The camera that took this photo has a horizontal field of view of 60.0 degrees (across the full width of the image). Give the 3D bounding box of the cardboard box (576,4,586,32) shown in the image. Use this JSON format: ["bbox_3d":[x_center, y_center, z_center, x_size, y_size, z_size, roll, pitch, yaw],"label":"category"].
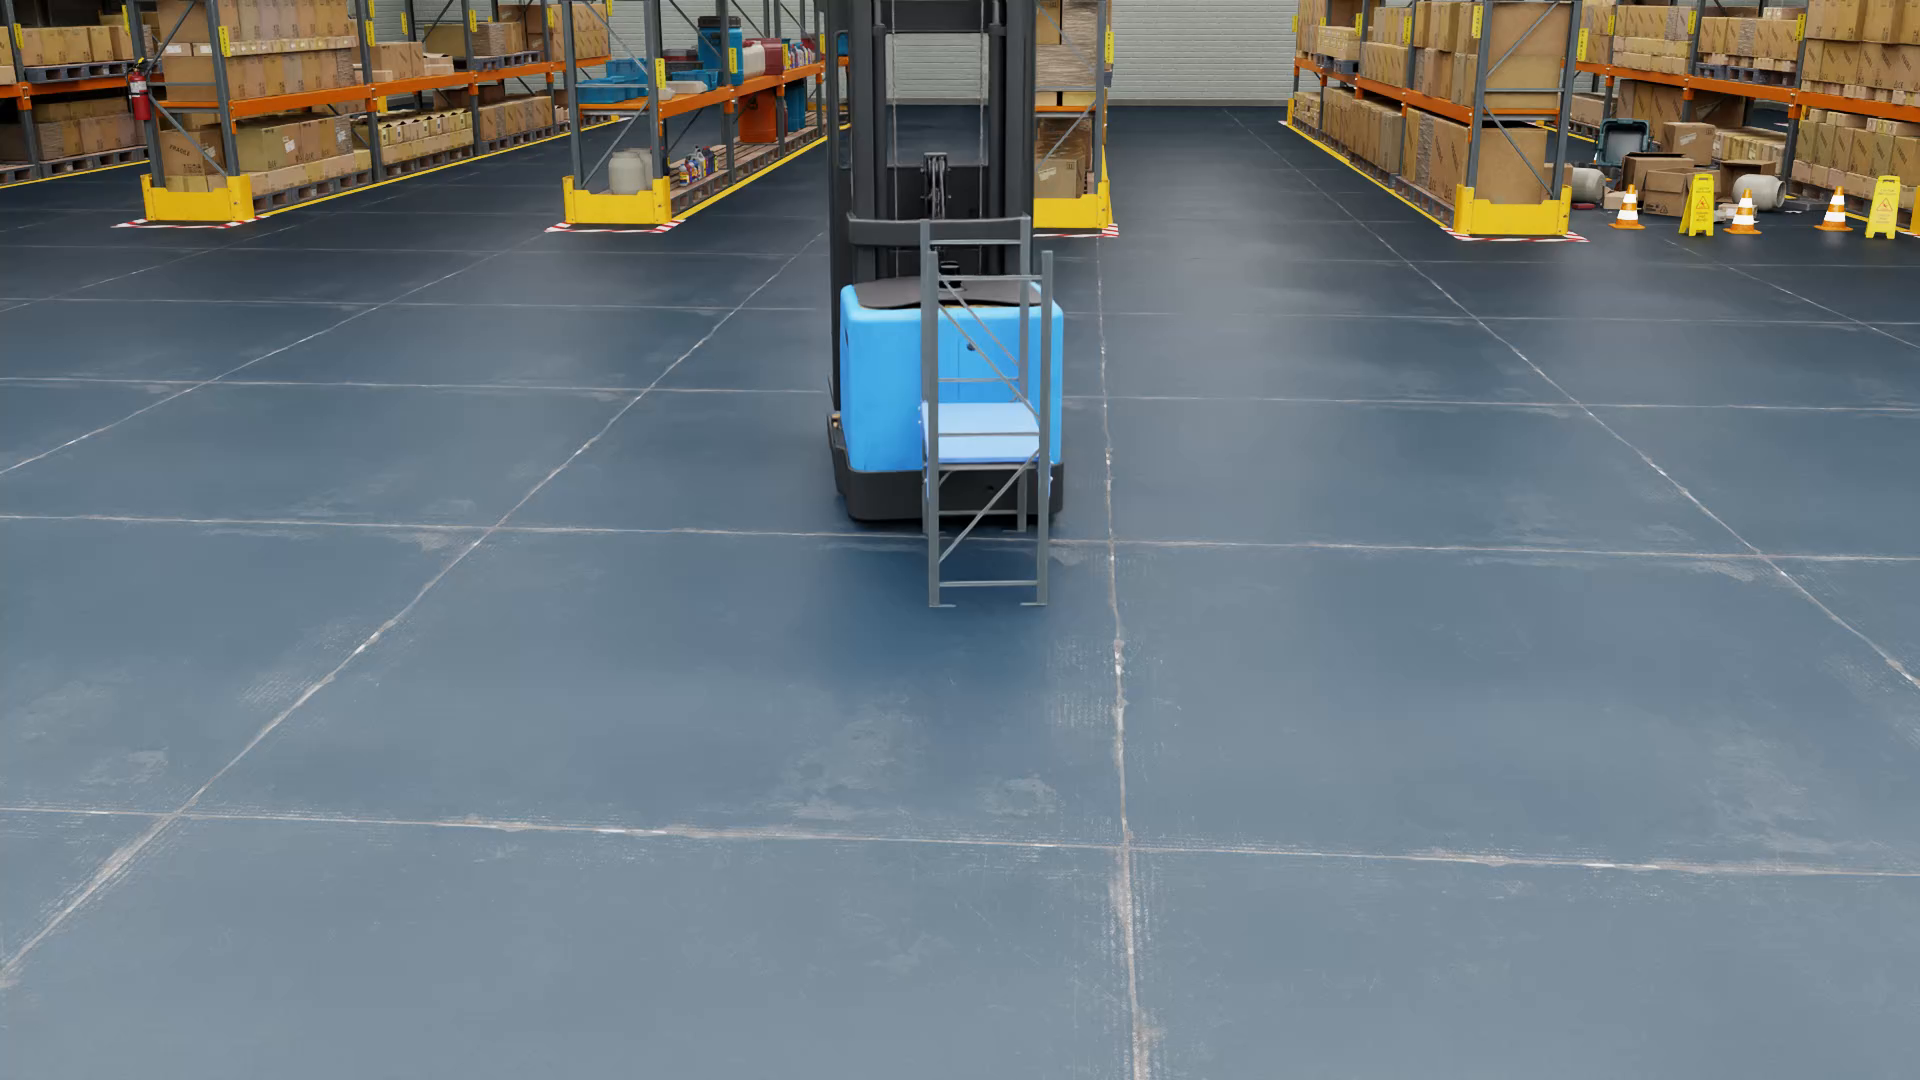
[{"bbox_3d":[-7.523,-10.032,31.955,0.500,0.500,0.500,2,18,6],"label":"cardboard box"}]

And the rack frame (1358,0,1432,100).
[{"bbox_3d":[6.586,-7.282,25.329,1.000,3.000,0.127,1,18,4],"label":"rack frame"}]

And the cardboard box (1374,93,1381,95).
[{"bbox_3d":[6.913,-7.016,26.654,0.500,0.250,0.500,1,18,3],"label":"cardboard box"}]

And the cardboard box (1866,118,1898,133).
[{"bbox_3d":[10.756,-4.806,19.268,0.380,0.149,0.250,2,18,6],"label":"cardboard box"}]

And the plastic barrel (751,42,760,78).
[{"bbox_3d":[-3.185,-7.133,24.694,0.421,0.512,0.421,0,18,0],"label":"plastic barrel"}]

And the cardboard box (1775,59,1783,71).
[{"bbox_3d":[11.042,-6.288,22.026,0.380,0.149,0.250,1,18,2],"label":"cardboard box"}]

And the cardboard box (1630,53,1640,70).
[{"bbox_3d":[11.434,-7.924,27.528,0.500,0.250,0.500,1,18,3],"label":"cardboard box"}]

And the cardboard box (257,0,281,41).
[{"bbox_3d":[-8.690,-6.307,20.110,0.700,0.500,0.500,1,18,4],"label":"cardboard box"}]

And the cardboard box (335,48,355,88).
[{"bbox_3d":[-8.547,-6.314,22.214,0.700,0.500,0.500,1,18,2],"label":"cardboard box"}]

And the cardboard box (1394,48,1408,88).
[{"bbox_3d":[6.070,-6.255,22.035,0.500,0.500,0.500,1,18,4],"label":"cardboard box"}]

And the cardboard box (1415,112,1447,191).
[{"bbox_3d":[6.124,-4.756,20.358,0.875,0.875,0.875,1,18,4],"label":"cardboard box"}]

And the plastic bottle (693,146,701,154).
[{"bbox_3d":[-3.483,-5.039,22.033,0.144,0.351,0.185,1,18,4],"label":"plastic bottle"}]

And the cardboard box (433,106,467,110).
[{"bbox_3d":[-8.401,-6.963,27.665,0.500,0.500,0.500,2,18,6],"label":"cardboard box"}]

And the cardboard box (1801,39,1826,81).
[{"bbox_3d":[10.934,-6.019,20.837,0.500,0.500,0.500,1,18,4],"label":"cardboard box"}]

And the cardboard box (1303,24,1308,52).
[{"bbox_3d":[6.791,-9.504,31.471,0.500,0.500,0.500,2,18,5],"label":"cardboard box"}]

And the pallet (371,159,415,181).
[{"bbox_3d":[-8.507,-5.309,23.785,1.003,0.211,1.213,1,18,4],"label":"pallet"}]

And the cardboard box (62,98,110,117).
[{"bbox_3d":[-13.310,-6.573,25.270,0.500,0.250,0.500,1,18,4],"label":"cardboard box"}]

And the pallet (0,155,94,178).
[{"bbox_3d":[-13.408,-5.430,24.156,1.003,0.211,1.213,1,18,4],"label":"pallet"}]

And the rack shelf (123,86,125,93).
[{"bbox_3d":[-13.032,-8.035,28.783,1.077,0.370,4.000,1,18,4],"label":"rack shelf"}]

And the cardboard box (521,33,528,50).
[{"bbox_3d":[-8.168,-9.097,30.709,0.500,0.500,0.500,2,18,5],"label":"cardboard box"}]

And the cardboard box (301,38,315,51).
[{"bbox_3d":[-8.419,-6.276,21.058,0.380,0.149,0.250,2,18,5],"label":"cardboard box"}]

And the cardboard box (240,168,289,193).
[{"bbox_3d":[-8.515,-4.372,20.189,0.500,0.250,0.500,1,18,4],"label":"cardboard box"}]

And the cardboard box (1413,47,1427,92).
[{"bbox_3d":[6.285,-5.996,21.164,0.875,0.550,0.550,1,18,4],"label":"cardboard box"}]

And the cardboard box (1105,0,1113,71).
[{"bbox_3d":[1.556,-6.910,22.557,1.000,1.000,1.000,1,18,4],"label":"cardboard box"}]

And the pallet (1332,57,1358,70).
[{"bbox_3d":[6.687,-7.807,27.238,1.003,0.211,1.213,1,18,4],"label":"pallet"}]

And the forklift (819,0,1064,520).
[{"bbox_3d":[-0.181,-1.903,9.022,1.130,2.935,3.031,-2,18,-6],"label":"forklift"}]

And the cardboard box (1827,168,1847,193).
[{"bbox_3d":[10.870,-4.345,20.109,0.500,0.250,0.500,1,18,3],"label":"cardboard box"}]

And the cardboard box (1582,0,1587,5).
[{"bbox_3d":[11.649,-9.934,30.614,0.380,0.149,0.250,1,18,3],"label":"cardboard box"}]

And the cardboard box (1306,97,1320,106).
[{"bbox_3d":[6.659,-8.175,31.003,0.380,0.149,0.250,1,18,2],"label":"cardboard box"}]

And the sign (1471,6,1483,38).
[{"bbox_3d":[5.472,-5.477,17.580,0.100,0.325,0.005,1,18,4],"label":"sign"}]

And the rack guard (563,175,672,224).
[{"bbox_3d":[-3.909,-3.887,18.982,1.175,0.500,0.348,1,18,4],"label":"rack guard"}]

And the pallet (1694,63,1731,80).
[{"bbox_3d":[11.586,-6.888,24.435,1.213,0.211,1.003,1,18,4],"label":"pallet"}]

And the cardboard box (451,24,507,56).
[{"bbox_3d":[-8.046,-8.371,27.819,0.700,0.500,0.500,5,19,14],"label":"cardboard box"}]

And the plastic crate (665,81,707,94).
[{"bbox_3d":[-3.445,-5.657,20.794,0.530,0.136,0.437,1,18,4],"label":"plastic crate"}]

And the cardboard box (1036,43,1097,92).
[{"bbox_3d":[1.139,-5.299,18.638,0.875,0.500,0.500,1,18,4],"label":"cardboard box"}]

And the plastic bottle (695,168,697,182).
[{"bbox_3d":[-3.388,-4.654,21.096,0.097,0.201,0.097,0,18,0],"label":"plastic bottle"}]

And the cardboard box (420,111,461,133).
[{"bbox_3d":[-8.057,-6.476,25.711,0.500,0.311,0.500,1,18,3],"label":"cardboard box"}]

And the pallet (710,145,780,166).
[{"bbox_3d":[-3.388,-5.970,25.803,1.003,0.211,1.213,1,18,4],"label":"pallet"}]

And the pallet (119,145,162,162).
[{"bbox_3d":[-13.233,-6.188,26.469,1.003,0.211,1.213,1,18,4],"label":"pallet"}]

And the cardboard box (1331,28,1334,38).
[{"bbox_3d":[6.278,-8.290,27.178,0.380,0.149,0.250,2,18,6],"label":"cardboard box"}]

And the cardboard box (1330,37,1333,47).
[{"bbox_3d":[6.276,-8.148,27.224,0.380,0.149,0.250,1,18,3],"label":"cardboard box"}]

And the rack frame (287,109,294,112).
[{"bbox_3d":[-12.889,-8.998,30.567,1.000,3.000,0.127,1,18,4],"label":"rack frame"}]

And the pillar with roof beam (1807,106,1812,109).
[{"bbox_3d":[13.854,-13.342,34.190,9.100,9.000,0.400,1,18,4],"label":"pillar with roof beam"}]

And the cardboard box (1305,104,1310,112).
[{"bbox_3d":[6.810,-8.272,31.778,0.380,0.149,0.250,0,18,1],"label":"cardboard box"}]

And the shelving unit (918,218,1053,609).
[{"bbox_3d":[0.094,-0.588,7.309,0.538,1.500,1.048,-1,18,-3],"label":"shelving unit"}]

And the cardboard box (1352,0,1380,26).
[{"bbox_3d":[7.148,-9.323,29.314,0.500,0.500,0.500,2,18,5],"label":"cardboard box"}]

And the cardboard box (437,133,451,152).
[{"bbox_3d":[-8.101,-6.054,25.324,0.500,0.250,0.500,2,18,5],"label":"cardboard box"}]

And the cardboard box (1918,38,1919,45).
[{"bbox_3d":[10.776,-5.546,17.787,0.700,0.500,0.500,1,18,3],"label":"cardboard box"}]

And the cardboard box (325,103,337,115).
[{"bbox_3d":[-12.655,-8.555,32.555,0.700,0.500,0.500,2,18,5],"label":"cardboard box"}]

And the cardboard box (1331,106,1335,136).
[{"bbox_3d":[6.495,-6.985,27.763,0.500,0.500,0.500,2,18,5],"label":"cardboard box"}]

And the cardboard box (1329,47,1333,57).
[{"bbox_3d":[6.276,-8.009,27.276,0.380,0.149,0.250,0,18,1],"label":"cardboard box"}]

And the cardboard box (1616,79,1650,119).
[{"bbox_3d":[11.853,-7.441,28.552,0.875,0.875,0.875,2,18,6],"label":"cardboard box"}]

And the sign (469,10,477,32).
[{"bbox_3d":[-7.681,-8.185,26.227,0.100,0.325,0.005,1,18,4],"label":"sign"}]

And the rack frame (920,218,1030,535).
[{"bbox_3d":[0.070,-0.746,7.792,0.500,1.500,0.032,-1,18,-3],"label":"rack frame"}]

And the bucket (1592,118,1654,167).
[{"bbox_3d":[8.589,-5.113,21.525,0.726,0.611,0.620,8,10,23],"label":"bucket"}]

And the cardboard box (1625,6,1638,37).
[{"bbox_3d":[11.490,-8.679,27.827,0.500,0.500,0.500,1,18,4],"label":"cardboard box"}]
